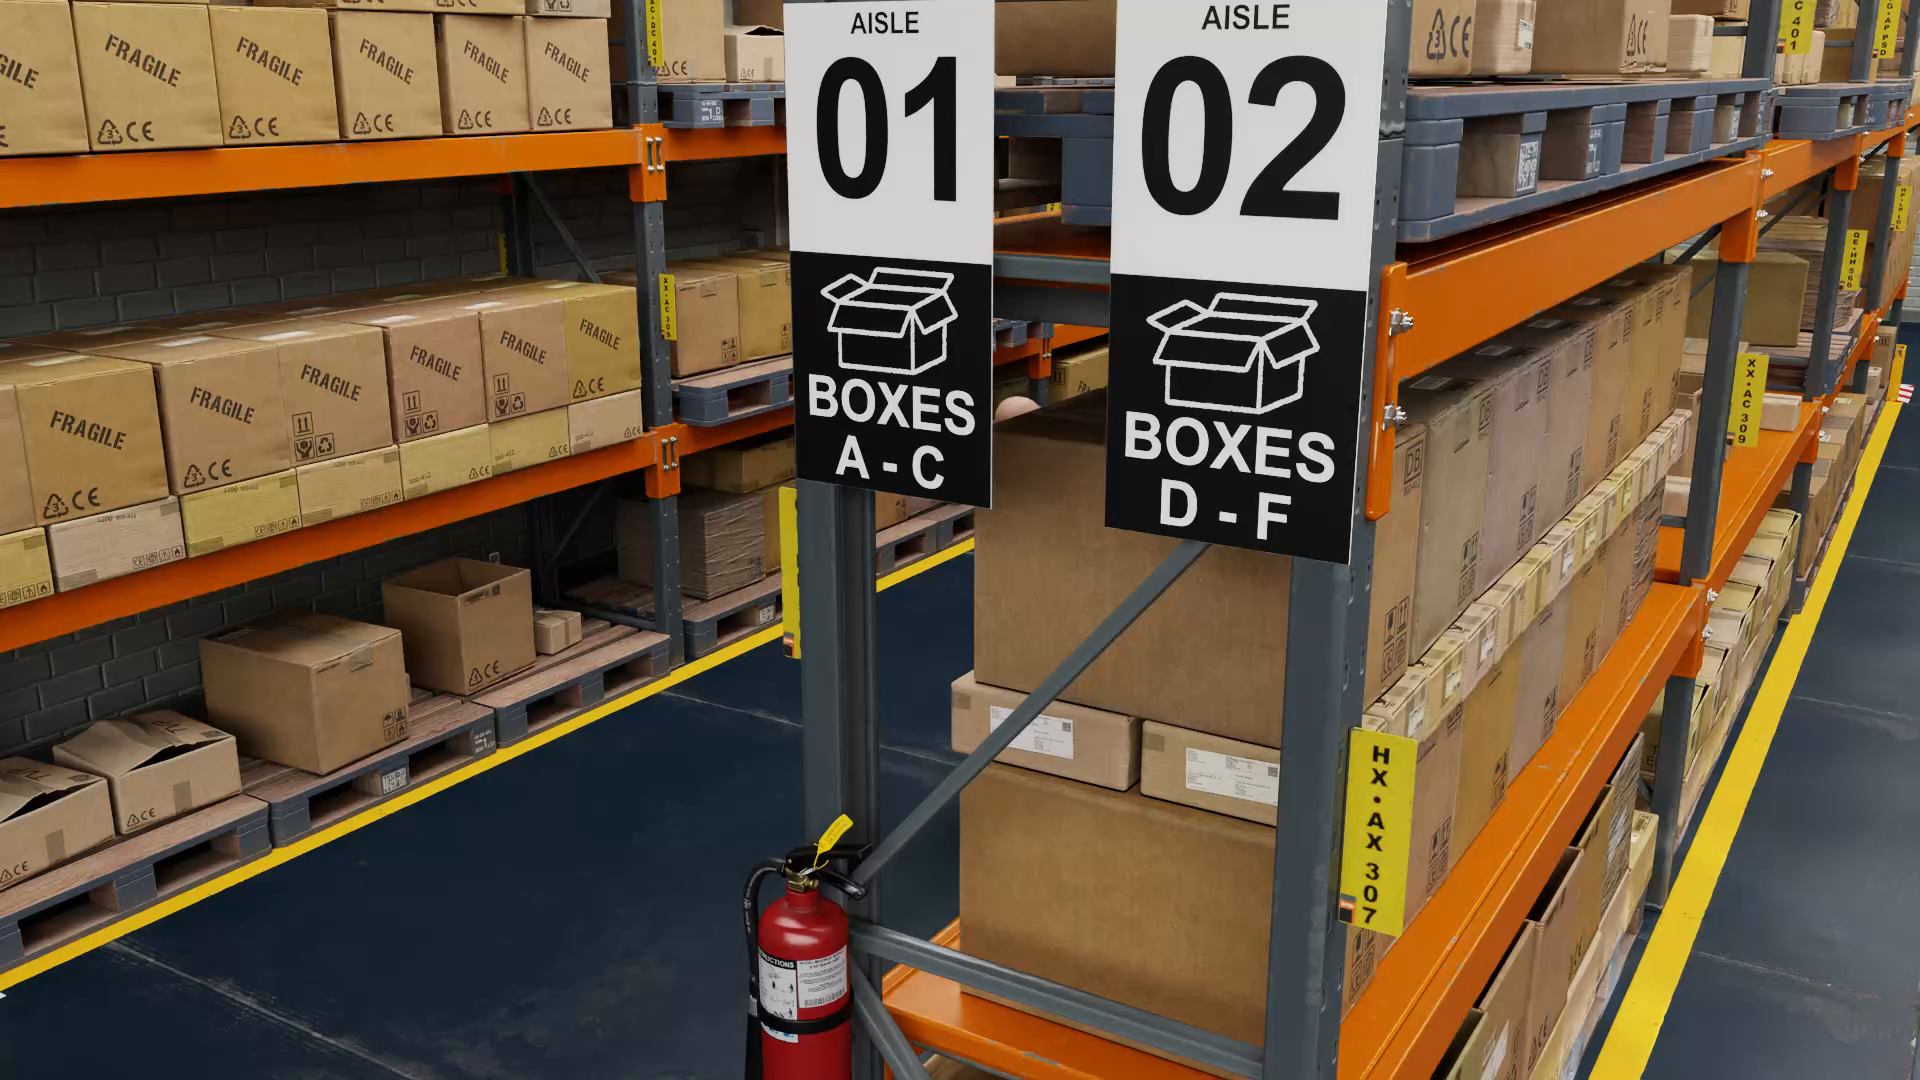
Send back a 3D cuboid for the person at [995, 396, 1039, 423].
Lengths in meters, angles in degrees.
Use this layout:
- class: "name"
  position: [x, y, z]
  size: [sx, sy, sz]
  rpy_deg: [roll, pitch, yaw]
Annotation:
- class: "person"
  position: [0.361, 0.282, 7.077]
  size: [0.545, 1.779, 0.524]
  rpy_deg: [9, 18, 30]
